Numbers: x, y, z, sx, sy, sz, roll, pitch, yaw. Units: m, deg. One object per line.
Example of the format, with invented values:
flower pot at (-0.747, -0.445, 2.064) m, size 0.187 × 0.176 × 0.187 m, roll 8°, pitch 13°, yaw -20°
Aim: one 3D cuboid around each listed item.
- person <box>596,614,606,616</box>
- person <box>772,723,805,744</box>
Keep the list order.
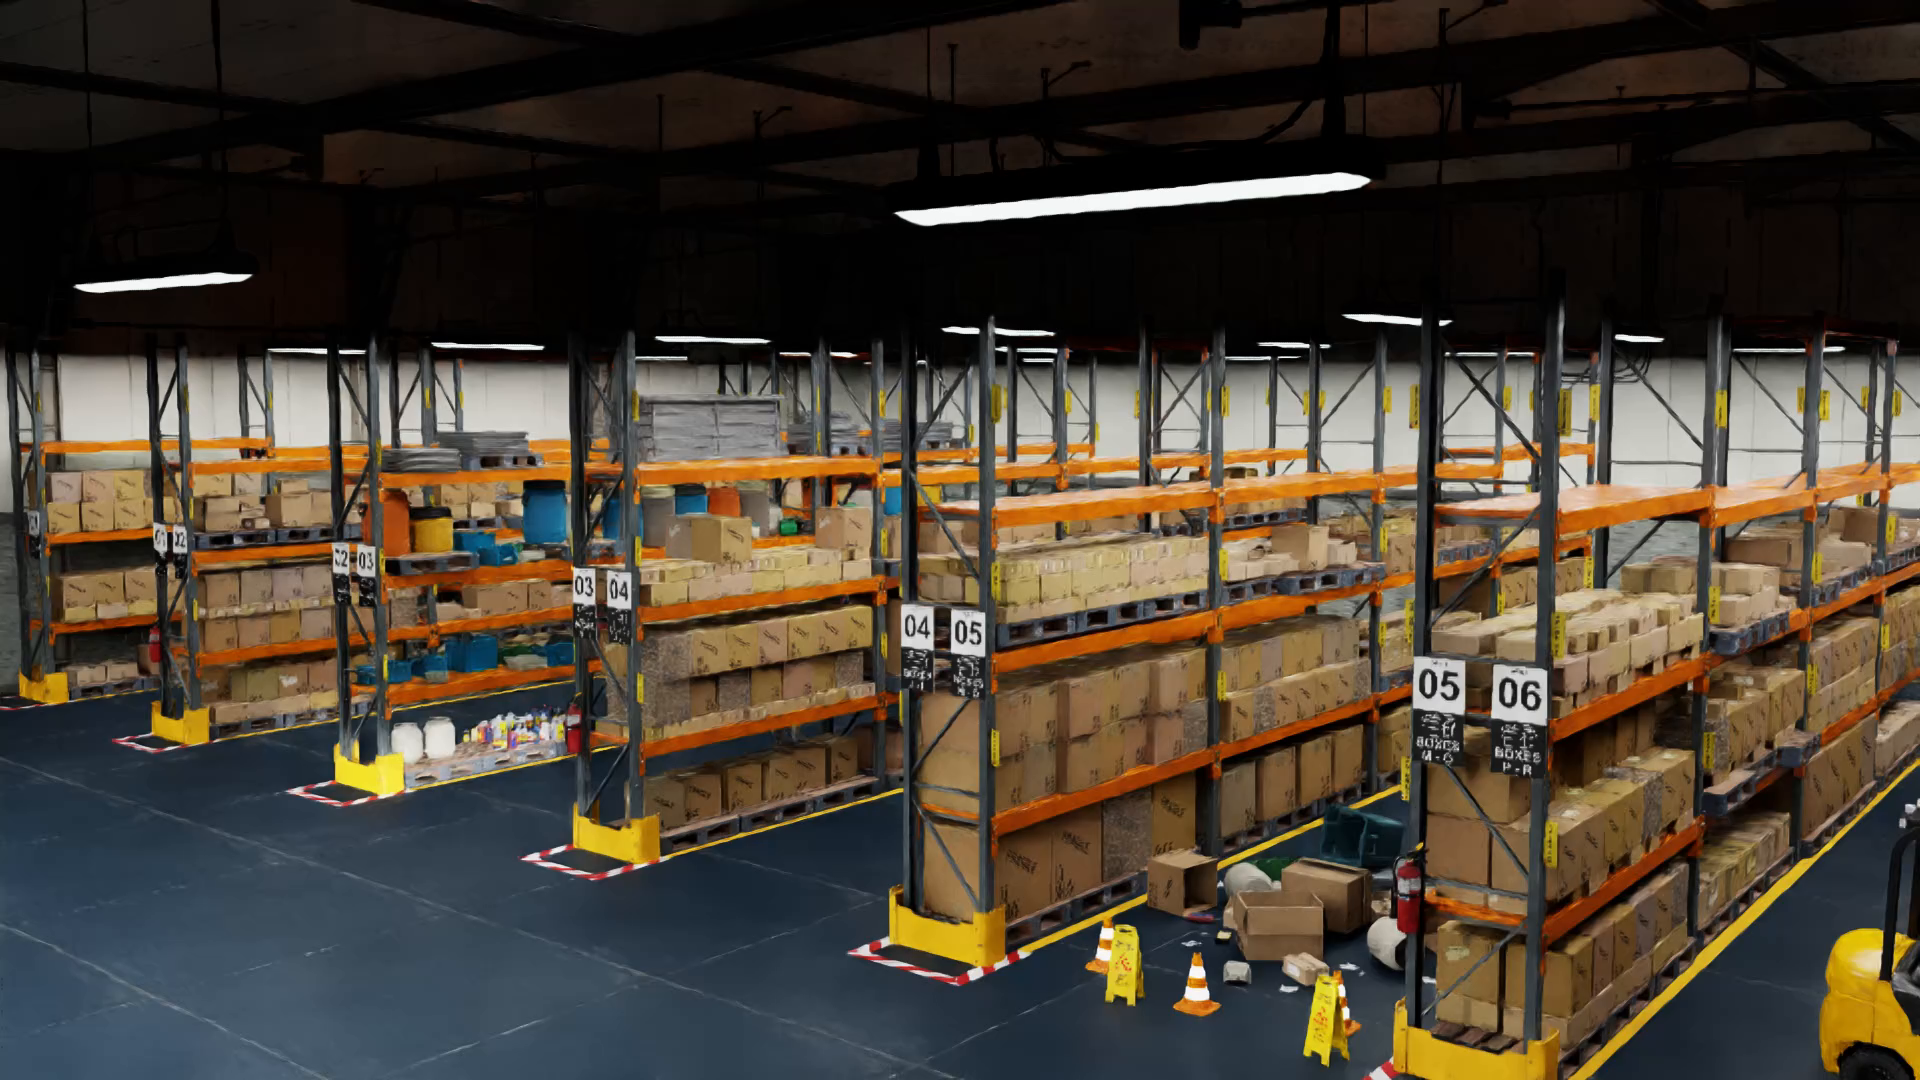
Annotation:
person at (-7.731, 1.209, 34.913) m, size 0.451 × 1.586 × 1.099 m, roll 4°, pitch 6°, yaw 37°
person at (-2.339, 2.301, 22.964) m, size 0.580 × 1.617 × 0.503 m, roll 4°, pitch 6°, yaw 36°
